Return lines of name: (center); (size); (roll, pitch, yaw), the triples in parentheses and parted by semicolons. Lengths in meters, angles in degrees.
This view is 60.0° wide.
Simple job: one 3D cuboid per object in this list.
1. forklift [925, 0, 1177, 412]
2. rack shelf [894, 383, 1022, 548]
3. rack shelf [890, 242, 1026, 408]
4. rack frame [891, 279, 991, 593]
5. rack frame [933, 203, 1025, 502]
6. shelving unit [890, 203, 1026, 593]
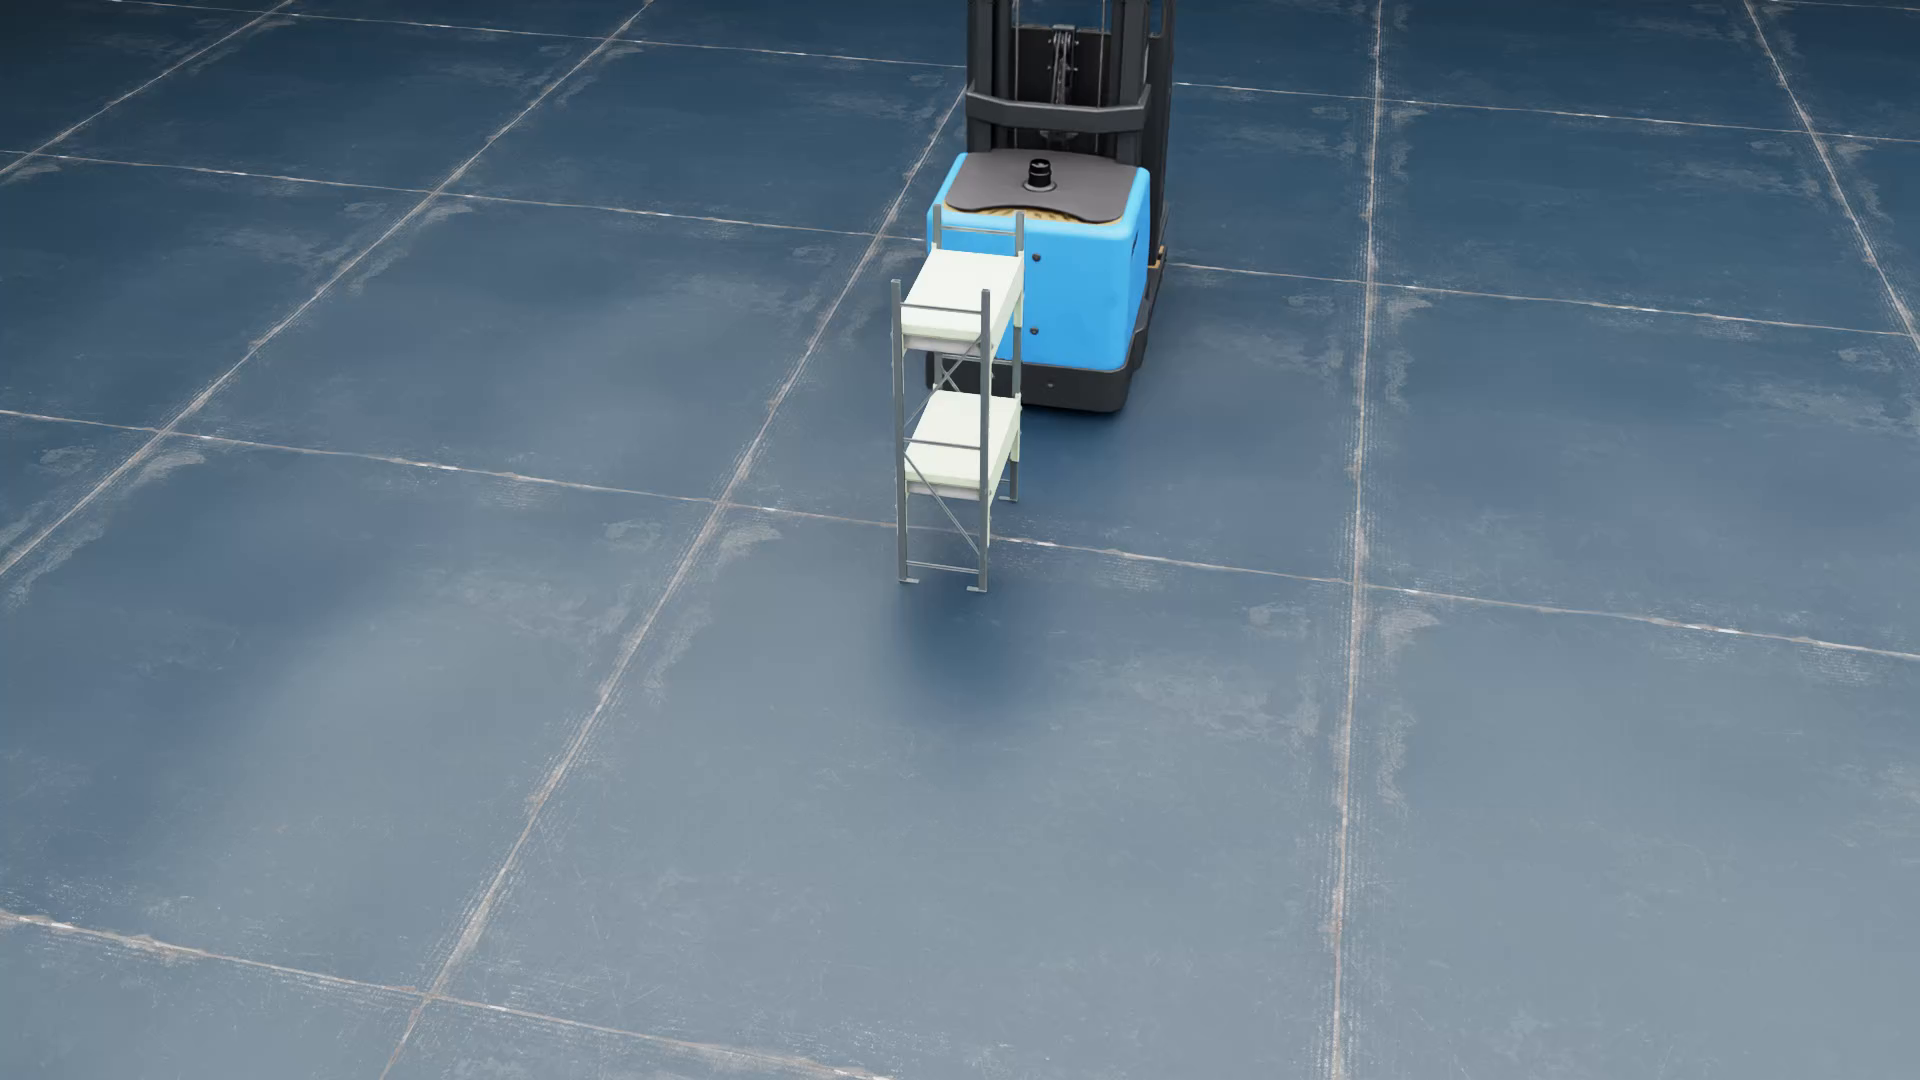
forklift: (0.629, -2.706, 8.986); (1.130, 2.935, 3.031); (7, 37, 10)
rack shelf: (0.001, -0.347, 7.506); (0.431, 0.370, 0.720); (7, 37, 10)
rack shelf: (0.001, -0.927, 7.086); (0.431, 0.370, 0.720); (7, 37, 10)
rack frame: (-0.077, -0.401, 7.026); (0.400, 1.500, 0.023); (7, 37, 10)
rack frame: (0.080, -0.821, 7.605); (0.400, 1.500, 0.023); (7, 37, 10)
shelving unit: (0.001, -0.611, 7.315); (0.431, 1.500, 0.755); (7, 37, 10)
